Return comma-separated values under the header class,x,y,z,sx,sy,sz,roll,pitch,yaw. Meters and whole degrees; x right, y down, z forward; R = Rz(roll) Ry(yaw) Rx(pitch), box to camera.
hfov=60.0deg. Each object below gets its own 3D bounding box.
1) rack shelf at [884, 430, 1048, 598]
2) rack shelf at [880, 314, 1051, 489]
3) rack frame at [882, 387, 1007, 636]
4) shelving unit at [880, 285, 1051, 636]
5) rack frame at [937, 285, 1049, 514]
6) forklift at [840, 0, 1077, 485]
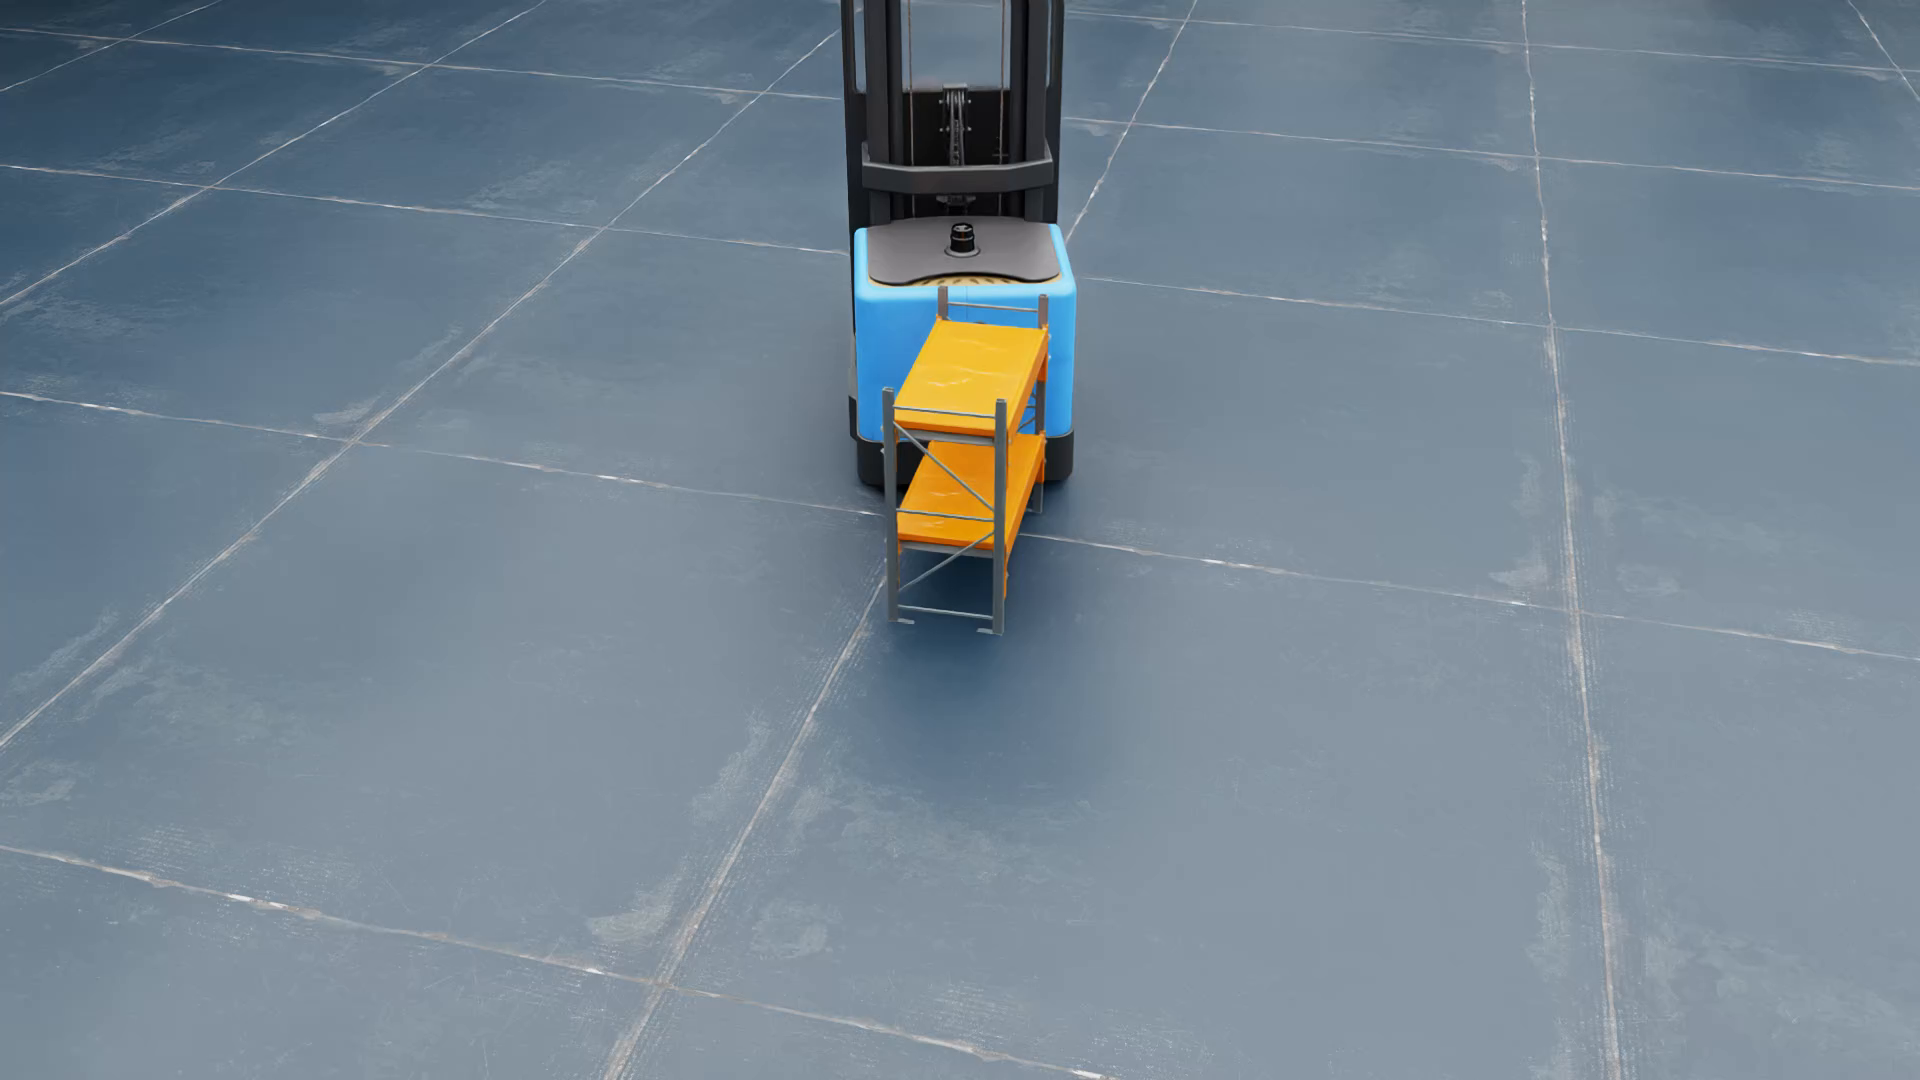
class,x,y,z,sx,sy,sz,roll,pitch,yaw
rack shelf,0.043,-0.159,7.408,0.538,0.278,1.000,6,33,10
rack shelf,0.043,-0.612,7.119,0.538,0.278,1.000,6,33,10
rack frame,-0.061,-0.099,6.856,0.500,1.125,0.032,6,33,10
shelving unit,0.043,-0.365,7.276,0.538,1.125,1.048,6,33,10
rack frame,0.147,-0.632,7.696,0.500,1.125,0.032,6,33,10
forklift,-0.051,-2.263,8.578,1.130,2.935,3.031,-2,32,-3
